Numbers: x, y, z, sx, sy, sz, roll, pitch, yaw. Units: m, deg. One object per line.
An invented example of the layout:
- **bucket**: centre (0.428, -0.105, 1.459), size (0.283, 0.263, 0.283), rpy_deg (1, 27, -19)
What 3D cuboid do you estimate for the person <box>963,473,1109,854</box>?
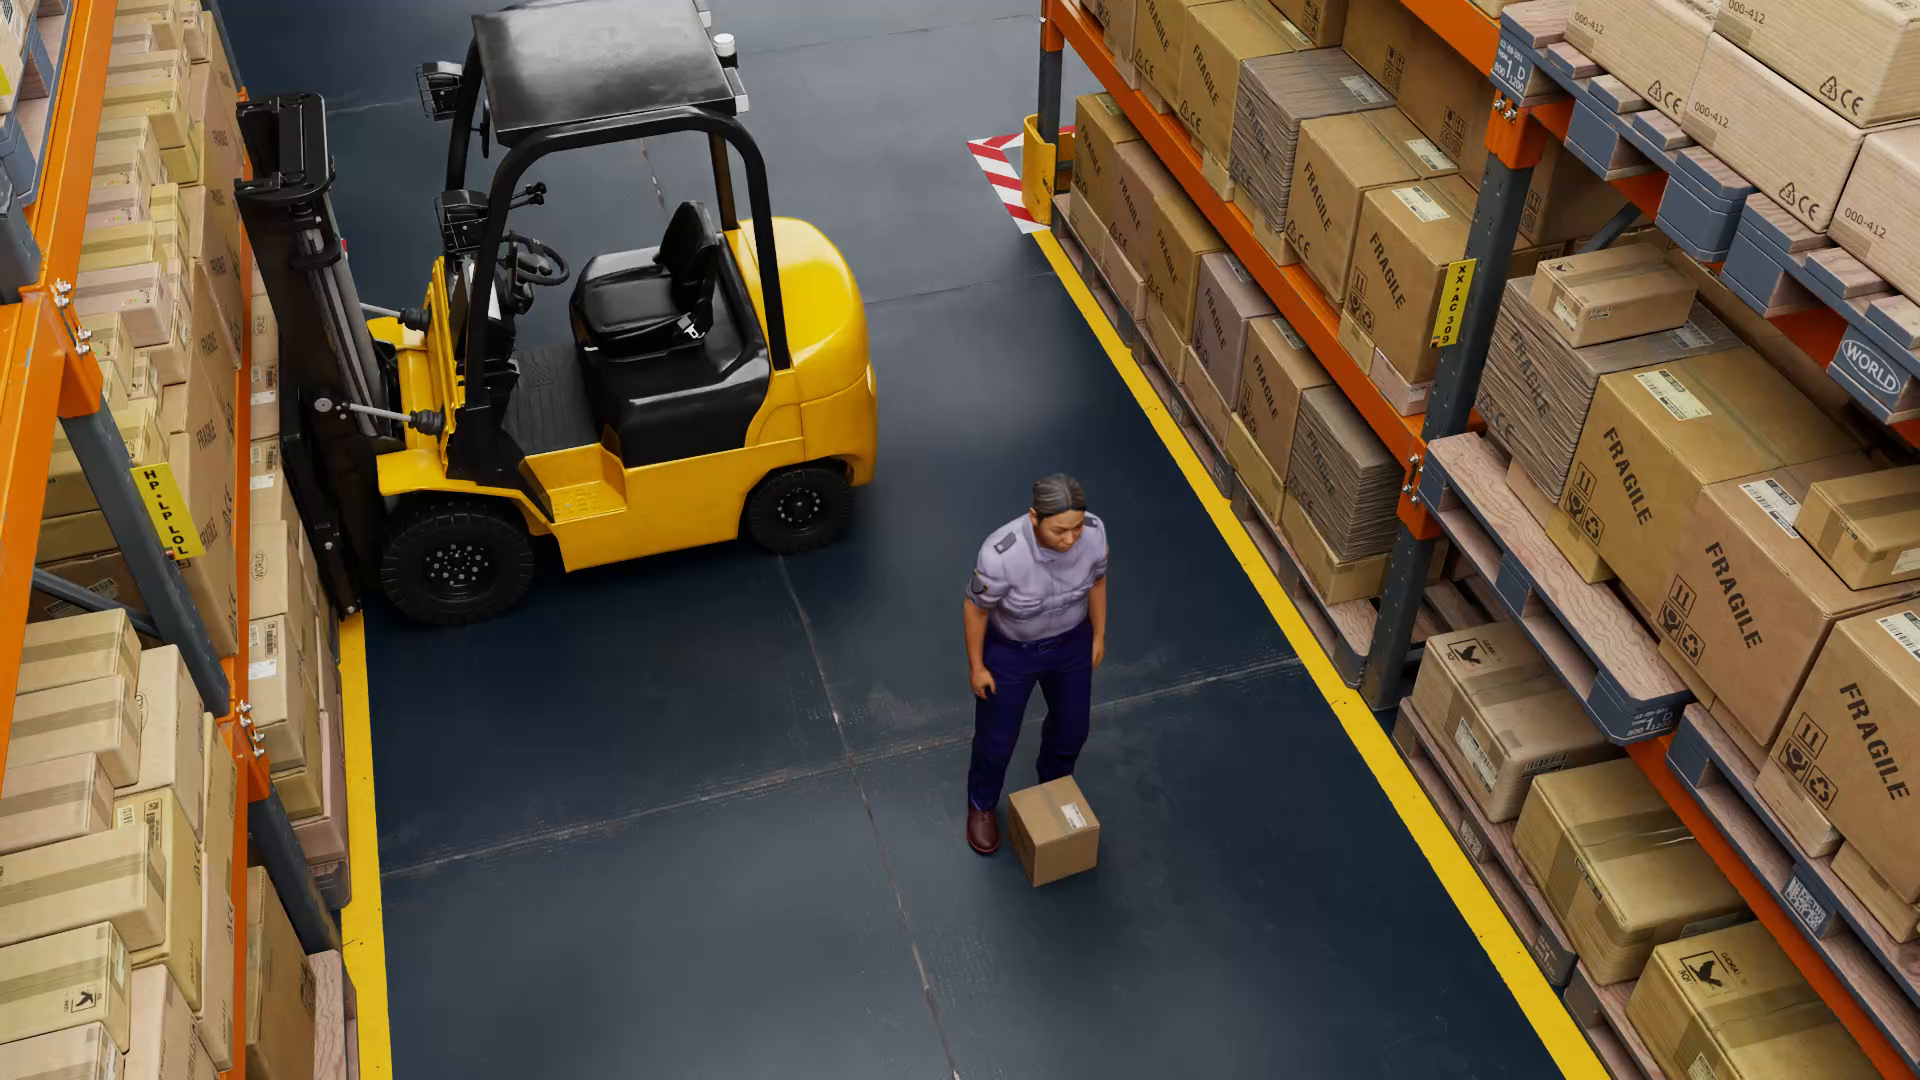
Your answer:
- **person**: centre (0.255, 0.389, 5.743), size (0.549, 1.650, 0.370), rpy_deg (-14, 44, -15)
